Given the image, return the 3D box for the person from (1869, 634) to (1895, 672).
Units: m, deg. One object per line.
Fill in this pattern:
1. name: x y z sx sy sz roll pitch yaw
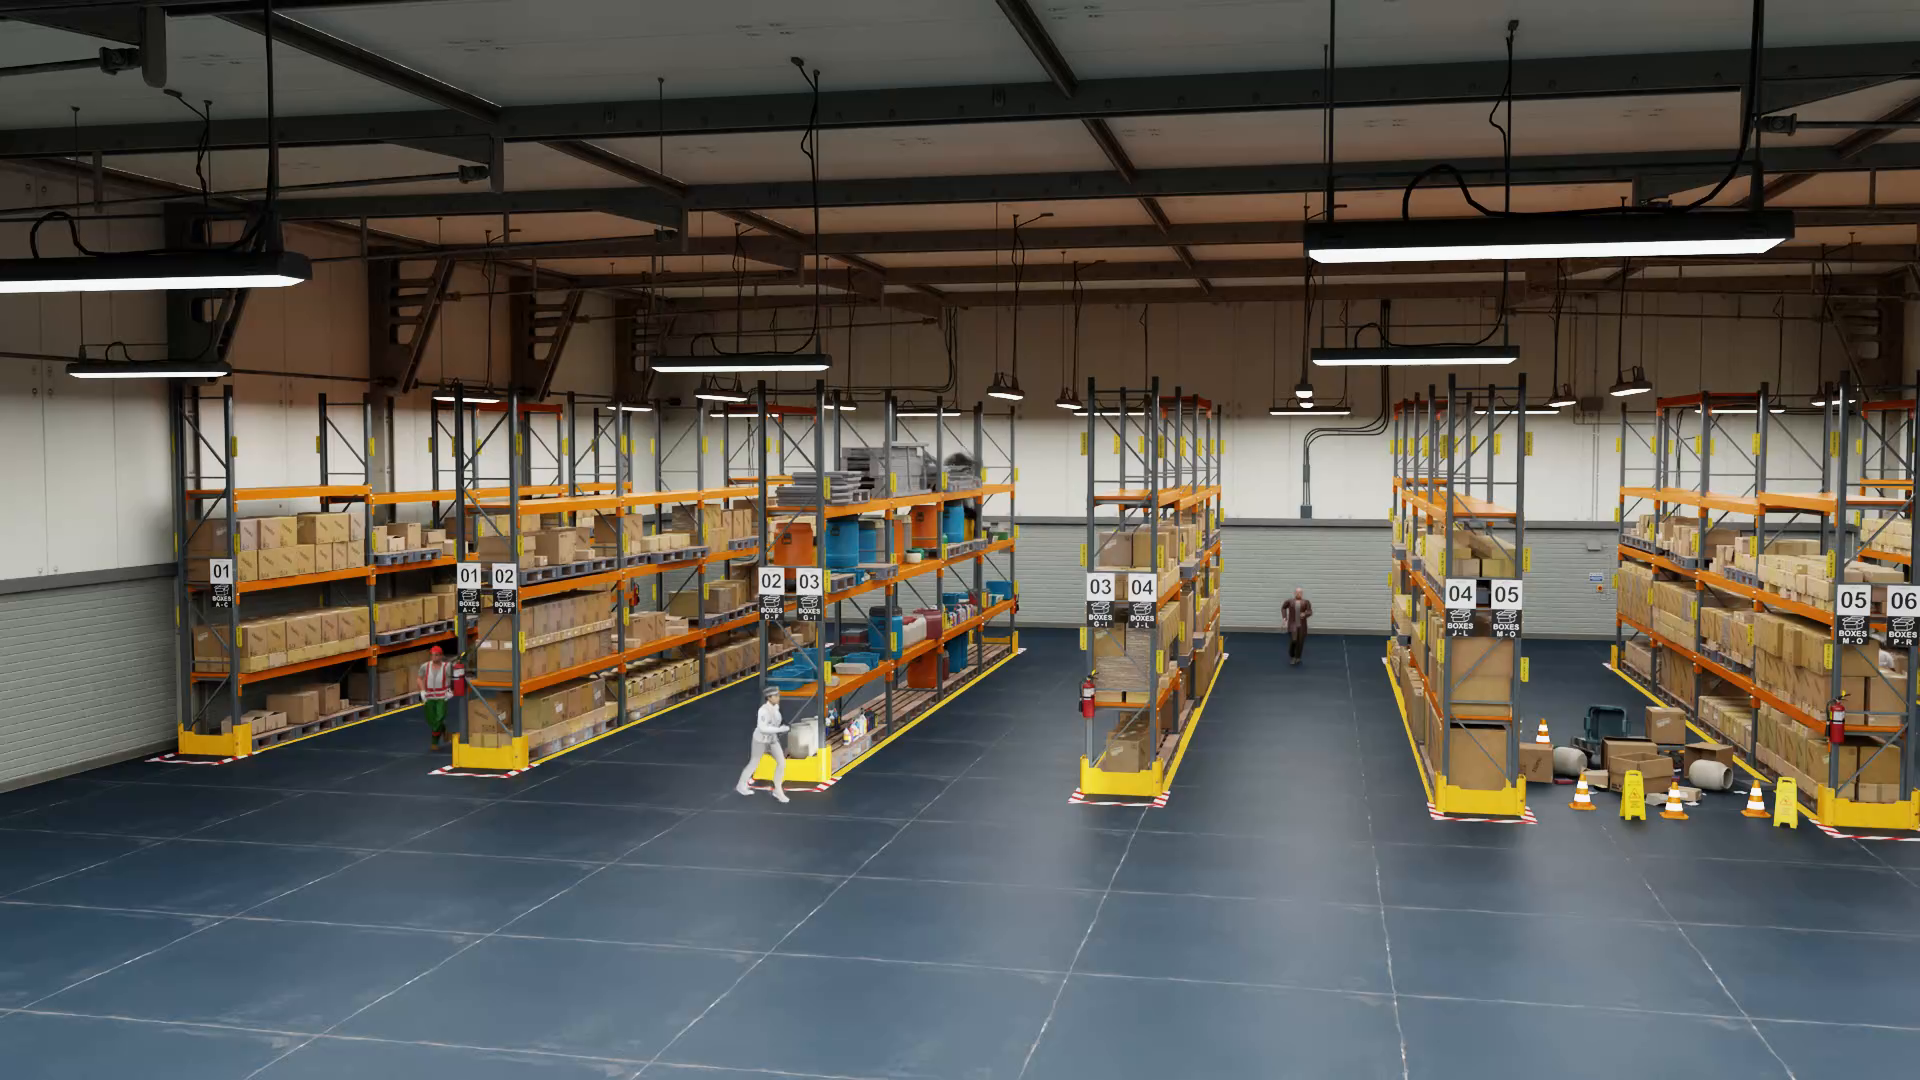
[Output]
1. person: 15.829 2.501 28.797 0.662 1.750 0.926 0 3 7

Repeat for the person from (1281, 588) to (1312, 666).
1. person: 7.736 1.988 38.112 0.659 1.792 0.765 0 3 2

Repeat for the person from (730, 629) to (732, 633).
1. person: -5.837 1.913 40.689 0.684 1.621 0.935 0 3 -7

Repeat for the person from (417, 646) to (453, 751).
1. person: -8.645 2.602 27.562 0.651 1.734 0.627 0 3 -1

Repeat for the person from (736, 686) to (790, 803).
1. person: -2.759 2.867 23.478 0.951 1.670 0.596 2 4 34
